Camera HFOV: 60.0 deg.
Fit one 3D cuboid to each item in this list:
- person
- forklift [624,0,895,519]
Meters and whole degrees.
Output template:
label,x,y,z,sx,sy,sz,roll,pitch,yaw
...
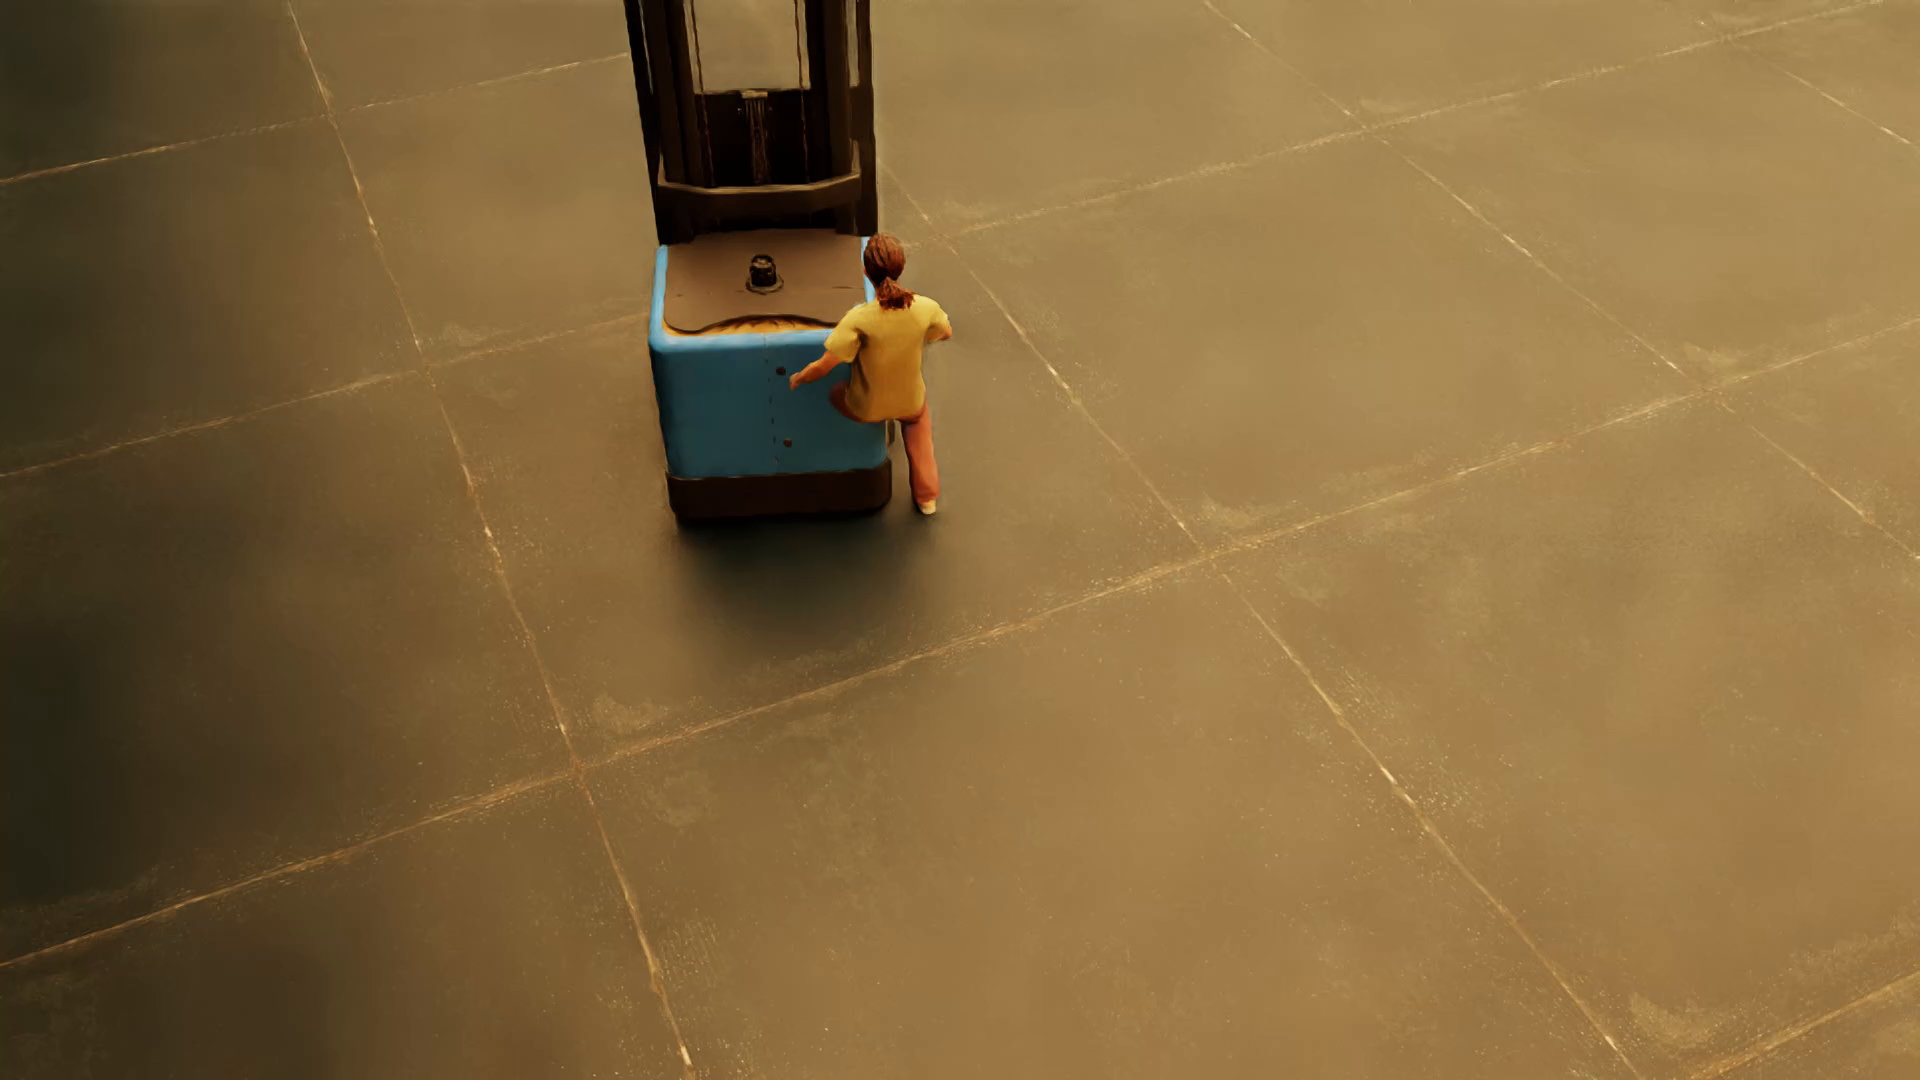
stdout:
label,x,y,z,sx,sy,sz,roll,pitch,yaw
person,-0.414,-0.737,7.484,0.761,1.548,0.593,-14,45,-15
forklift,-0.971,-2.173,8.008,1.130,2.935,3.031,-3,43,-4
